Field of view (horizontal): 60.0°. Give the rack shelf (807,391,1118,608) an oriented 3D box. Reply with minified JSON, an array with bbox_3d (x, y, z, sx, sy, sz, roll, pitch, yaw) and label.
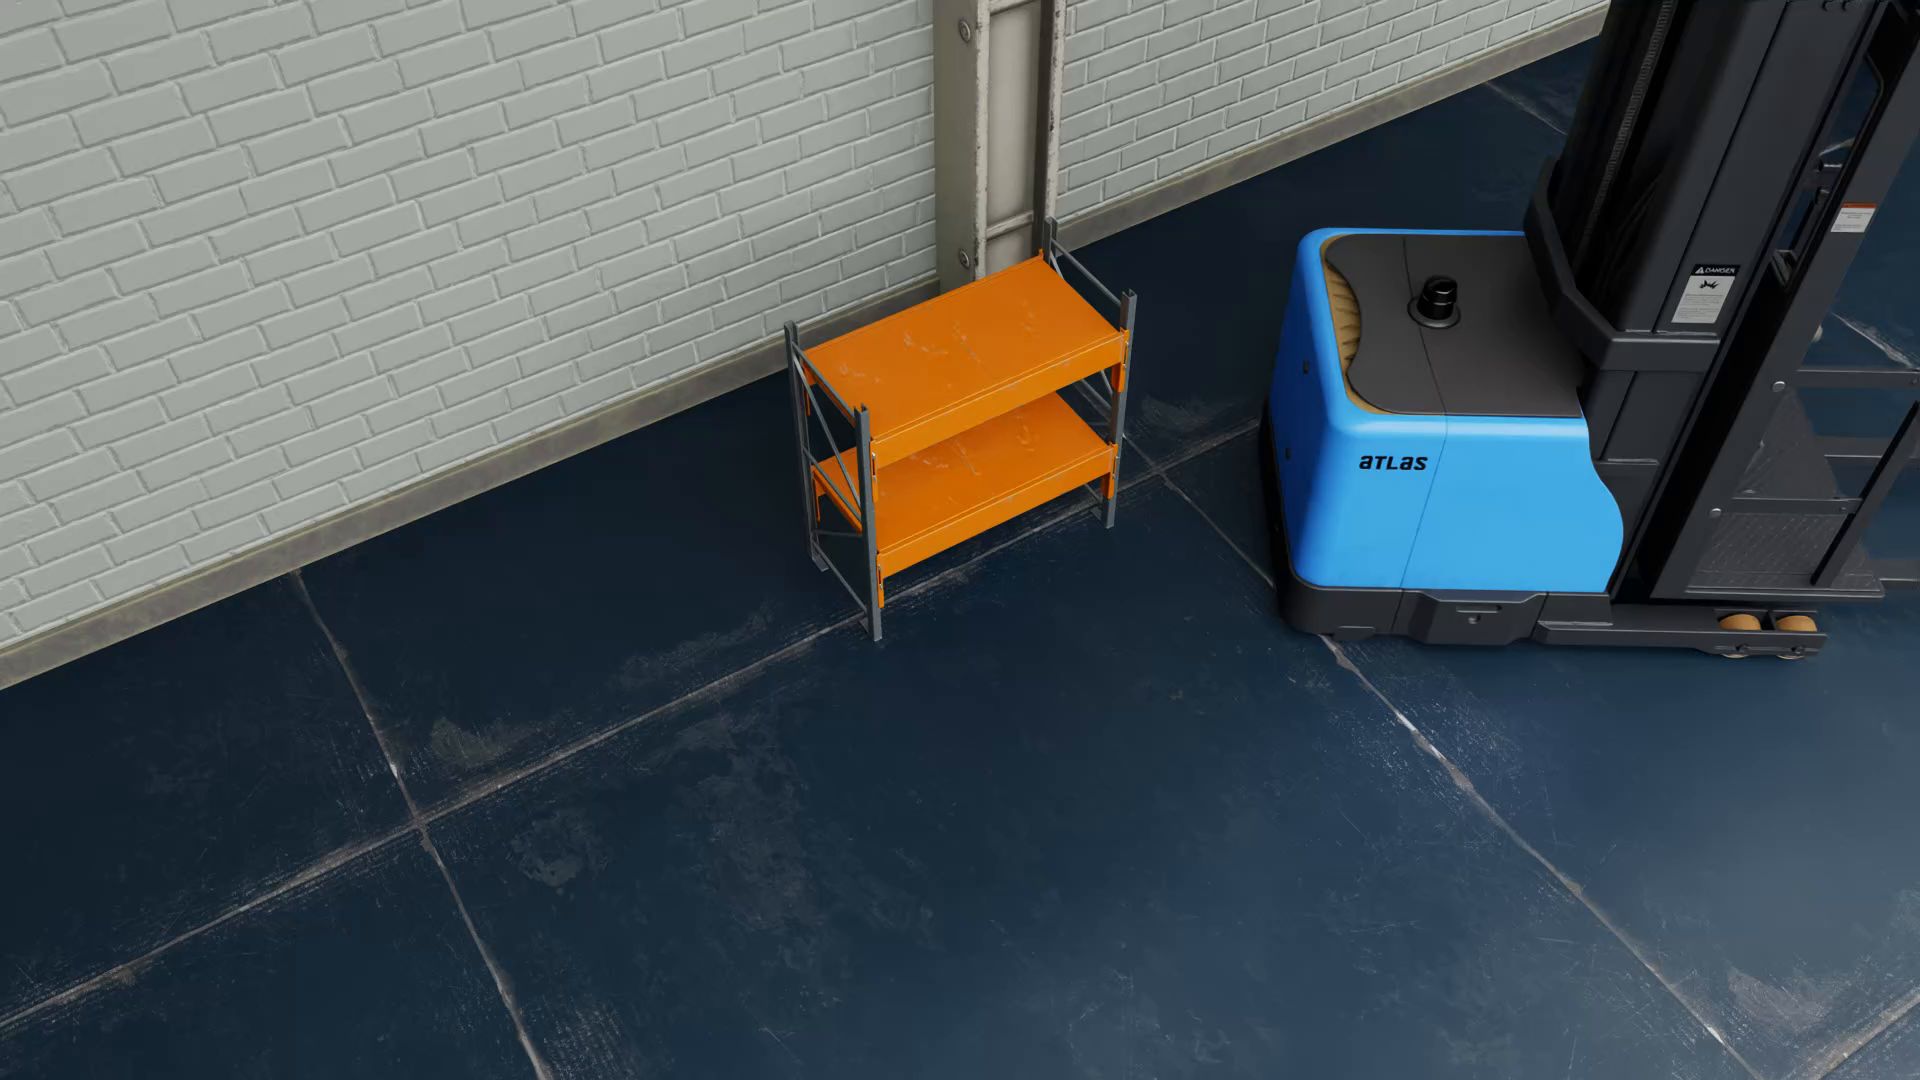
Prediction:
[{"bbox_3d":[0.006,-0.214,6.015,1.000,0.278,0.538,-25,53,-21],"label":"rack shelf"}]

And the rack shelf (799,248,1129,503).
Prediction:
[{"bbox_3d":[0.006,-0.571,5.614,1.000,0.278,0.538,-25,53,-21],"label":"rack shelf"}]

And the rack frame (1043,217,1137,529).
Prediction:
[{"bbox_3d":[0.436,-0.579,6.013,0.032,1.125,0.500,-25,53,-21],"label":"rack frame"}]

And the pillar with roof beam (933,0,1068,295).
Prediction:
[{"bbox_3d":[2.443,-1.290,1.373,0.400,9.000,9.100,-25,53,-21],"label":"pillar with roof beam"}]

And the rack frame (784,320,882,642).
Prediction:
[{"bbox_3d":[-0.424,-0.174,5.652,0.032,1.125,0.500,-25,53,-21],"label":"rack frame"}]

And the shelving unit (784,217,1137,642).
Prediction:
[{"bbox_3d":[0.006,-0.377,5.832,1.048,1.125,0.538,-25,53,-21],"label":"shelving unit"}]

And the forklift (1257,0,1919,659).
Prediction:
[{"bbox_3d":[2.664,-0.961,5.143,3.031,2.935,1.130,1,48,1],"label":"forklift"}]
